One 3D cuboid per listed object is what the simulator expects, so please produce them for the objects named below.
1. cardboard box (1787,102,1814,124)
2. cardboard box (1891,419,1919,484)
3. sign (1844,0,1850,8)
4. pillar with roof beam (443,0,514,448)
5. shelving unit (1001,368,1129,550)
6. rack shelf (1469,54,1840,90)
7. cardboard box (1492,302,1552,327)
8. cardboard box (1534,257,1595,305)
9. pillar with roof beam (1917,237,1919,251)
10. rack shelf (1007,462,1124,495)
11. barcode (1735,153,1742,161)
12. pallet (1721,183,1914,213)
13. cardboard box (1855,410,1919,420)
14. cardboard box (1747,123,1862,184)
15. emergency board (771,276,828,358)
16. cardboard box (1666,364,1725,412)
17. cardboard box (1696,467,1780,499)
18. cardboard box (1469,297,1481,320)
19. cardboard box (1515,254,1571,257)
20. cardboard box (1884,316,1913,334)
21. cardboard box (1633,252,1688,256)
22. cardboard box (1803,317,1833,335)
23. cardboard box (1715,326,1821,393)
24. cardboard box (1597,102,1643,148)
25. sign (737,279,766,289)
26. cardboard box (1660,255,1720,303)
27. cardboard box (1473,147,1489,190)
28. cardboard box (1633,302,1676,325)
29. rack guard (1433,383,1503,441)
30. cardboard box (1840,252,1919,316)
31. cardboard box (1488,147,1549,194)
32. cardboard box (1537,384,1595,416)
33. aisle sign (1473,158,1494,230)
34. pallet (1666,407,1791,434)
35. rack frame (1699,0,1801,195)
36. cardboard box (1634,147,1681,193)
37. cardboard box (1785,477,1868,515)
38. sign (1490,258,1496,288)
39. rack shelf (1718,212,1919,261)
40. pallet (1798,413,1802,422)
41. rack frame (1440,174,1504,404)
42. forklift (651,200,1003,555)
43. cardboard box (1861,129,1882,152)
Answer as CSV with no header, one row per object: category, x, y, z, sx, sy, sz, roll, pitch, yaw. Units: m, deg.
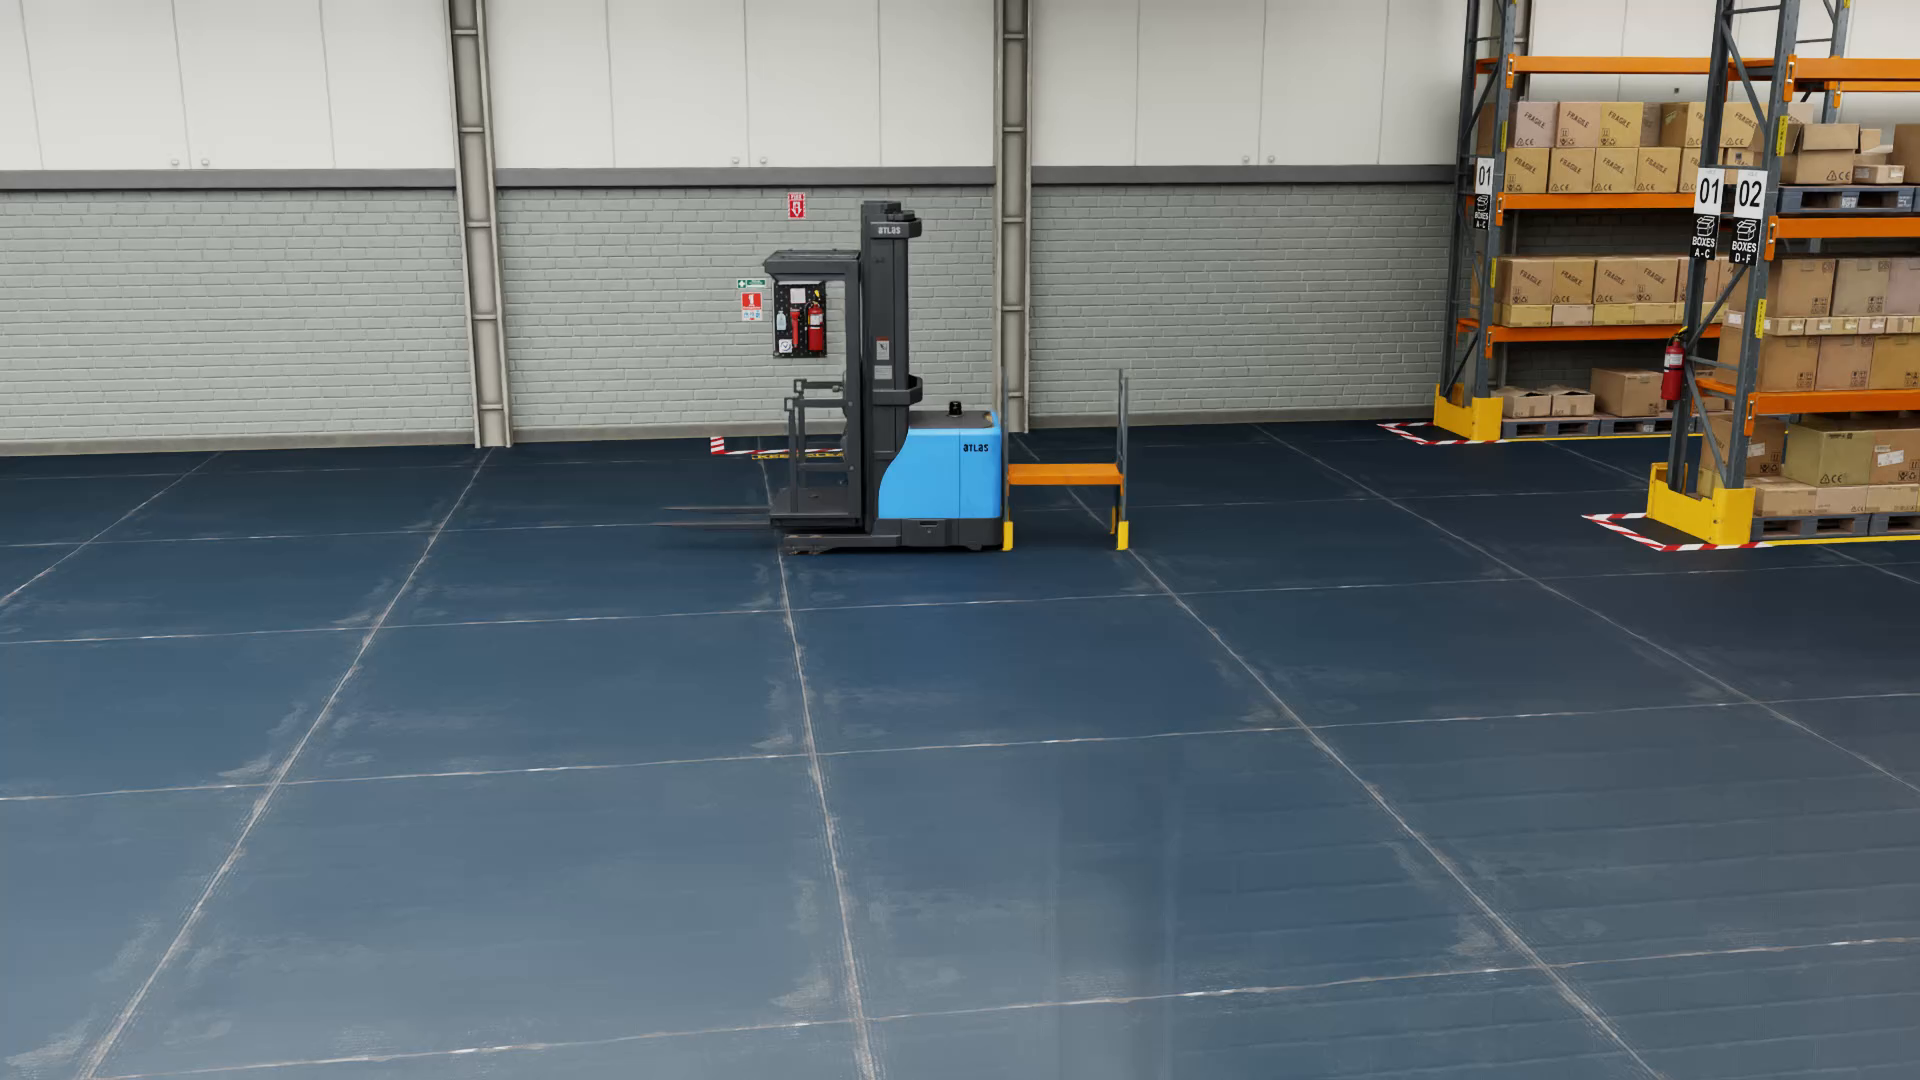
cardboard box,9.470,-4.804,19.243,0.500,0.500,0.500,-3,14,-13
cardboard box,8.759,-0.806,15.018,0.500,0.500,0.500,-2,14,-8
sign,9.988,-6.160,18.700,0.005,0.325,0.100,-2,14,-8
pillar with roof beam,-4.691,-4.417,13.836,0.400,9.000,9.100,-2,14,-8
shelving unit,0.909,-0.711,14.475,1.083,1.500,0.587,0,14,-1
rack shelf,7.948,-5.376,19.146,4.000,0.370,1.077,-2,14,-8
cardboard box,6.500,-2.623,19.280,0.500,0.250,0.500,-3,14,-10
cardboard box,6.977,-3.006,19.266,0.500,0.500,0.500,-2,14,-8
pillar with roof beam,13.108,-5.070,16.437,0.400,9.000,9.100,-2,14,-8
rack shelf,0.899,-0.537,14.519,1.000,0.185,0.538,0,14,-1
barcode,6.938,-3.416,14.819,0.075,0.075,0.001,-2,14,-8
pallet,7.415,-2.984,14.471,1.213,0.211,1.003,-2,14,-8
cardboard box,8.679,-0.935,15.532,0.500,0.500,0.500,-2,14,-8
cardboard box,7.280,-3.349,14.381,0.637,0.503,0.797,-1,14,-4
emergency board,-1.849,-2.680,19.242,0.643,1.169,0.194,-2,14,-8
cardboard box,8.905,-1.843,20.139,0.500,0.500,0.500,-3,14,-13
cardboard box,7.198,-0.513,15.392,0.500,0.250,0.500,-2,14,-8
cardboard box,6.403,-2.745,19.768,0.500,0.250,0.500,-2,14,-7
cardboard box,6.904,-3.129,19.758,0.500,0.500,0.500,-2,14,-8
cardboard box,8.152,-1.916,14.658,0.250,0.149,0.380,-3,14,-10
cardboard box,8.424,-3.189,19.996,0.500,0.500,0.500,-2,14,-7
cardboard box,7.392,-1.889,14.548,0.250,0.149,0.380,-2,14,-10
cardboard box,7.175,-1.615,14.791,0.500,0.500,0.700,-2,14,-8
cardboard box,7.396,-4.725,18.929,0.500,0.500,0.500,-2,14,-7
sign,-2.405,-2.957,19.184,0.331,0.109,0.001,-2,14,-8
cardboard box,8.512,-3.063,19.496,0.500,0.500,0.500,-3,14,-10
cardboard box,6.345,-4.334,19.422,0.500,0.500,0.500,-1,14,-4
cardboard box,8.016,-2.680,19.508,0.500,0.250,0.500,-2,14,-8
rack guard,6.045,-1.535,19.814,0.348,0.500,1.175,-2,14,-8
cardboard box,8.245,-2.285,14.795,0.500,0.500,0.700,-2,14,-8
cardboard box,6.338,-4.210,18.928,0.500,0.500,0.500,-2,14,-7
cardboard box,7.231,-1.678,19.868,0.500,0.311,0.500,-1,14,-4
aisle sign,5.943,-3.931,18.884,0.004,0.787,0.394,-2,14,-8
pallet,9.266,-1.504,20.285,1.213,0.211,1.003,-2,14,-8
rack frame,6.712,-4.463,14.018,0.127,3.000,1.000,-2,14,-8
cardboard box,7.914,-4.265,19.148,0.500,0.500,0.500,-1,14,-5
cardboard box,7.769,-0.408,14.971,0.500,0.250,0.500,-2,14,-8
sign,6.051,-3.034,18.873,0.005,0.325,0.100,-2,14,-8
rack shelf,8.689,-2.731,14.759,4.000,0.370,1.077,-2,14,-8
pallet,10.695,-1.565,20.530,1.213,0.211,1.003,-2,14,-8
rack frame,5.970,-2.744,19.499,0.127,3.000,1.000,-2,14,-8
forklift,-1.156,-1.427,14.387,3.031,2.935,1.130,0,14,-1
cardboard box,10.478,-4.597,19.651,0.500,0.500,0.500,0,14,0
